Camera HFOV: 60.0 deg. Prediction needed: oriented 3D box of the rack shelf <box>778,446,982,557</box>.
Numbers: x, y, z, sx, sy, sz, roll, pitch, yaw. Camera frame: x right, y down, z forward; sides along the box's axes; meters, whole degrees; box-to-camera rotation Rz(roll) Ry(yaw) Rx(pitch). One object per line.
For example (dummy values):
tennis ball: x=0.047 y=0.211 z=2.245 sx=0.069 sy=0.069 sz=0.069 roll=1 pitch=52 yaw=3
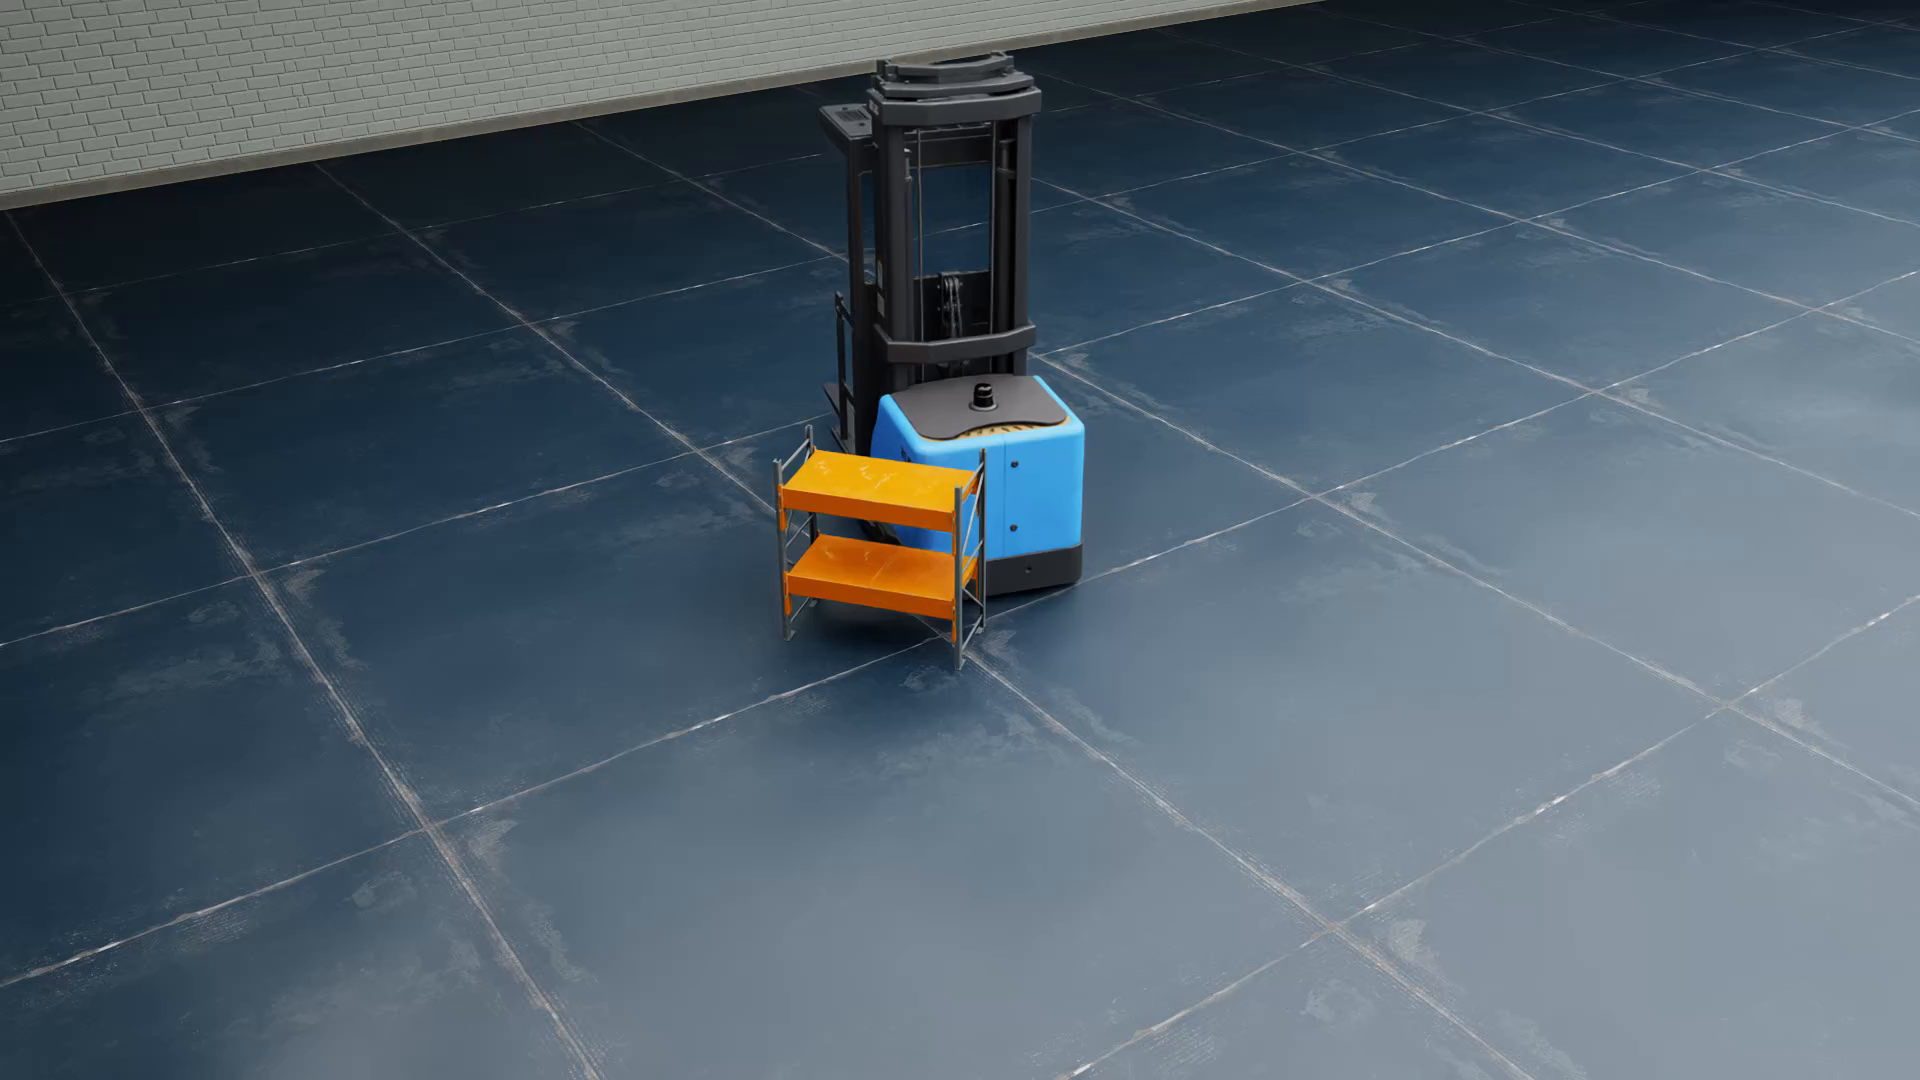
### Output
rack shelf: x=-0.427 y=-0.220 z=9.091 sx=1.000 sy=0.278 sz=0.538 roll=8 pitch=30 yaw=15

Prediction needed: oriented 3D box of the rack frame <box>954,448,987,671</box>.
rack frame: x=0.059 y=0.109 z=9.098 sx=0.032 sy=1.125 sz=0.500 roll=8 pitch=30 yaw=15

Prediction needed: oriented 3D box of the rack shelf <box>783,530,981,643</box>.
rack shelf: x=-0.427 y=0.252 z=9.347 sx=1.000 sy=0.278 sz=0.538 roll=8 pitch=30 yaw=15

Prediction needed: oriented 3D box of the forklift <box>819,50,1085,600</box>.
forklift: x=-0.209 y=-1.597 z=10.347 sx=1.130 sy=2.935 sz=3.031 roll=-9 pitch=30 yaw=-16

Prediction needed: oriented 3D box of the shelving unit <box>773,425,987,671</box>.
shelving unit: x=-0.427 y=0.037 z=9.230 sx=1.048 sy=1.125 sz=0.538 roll=8 pitch=30 yaw=15

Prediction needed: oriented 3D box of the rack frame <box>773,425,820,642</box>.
rack frame: x=-0.912 y=-0.035 z=9.362 sx=0.032 sy=1.125 sz=0.500 roll=8 pitch=30 yaw=15
